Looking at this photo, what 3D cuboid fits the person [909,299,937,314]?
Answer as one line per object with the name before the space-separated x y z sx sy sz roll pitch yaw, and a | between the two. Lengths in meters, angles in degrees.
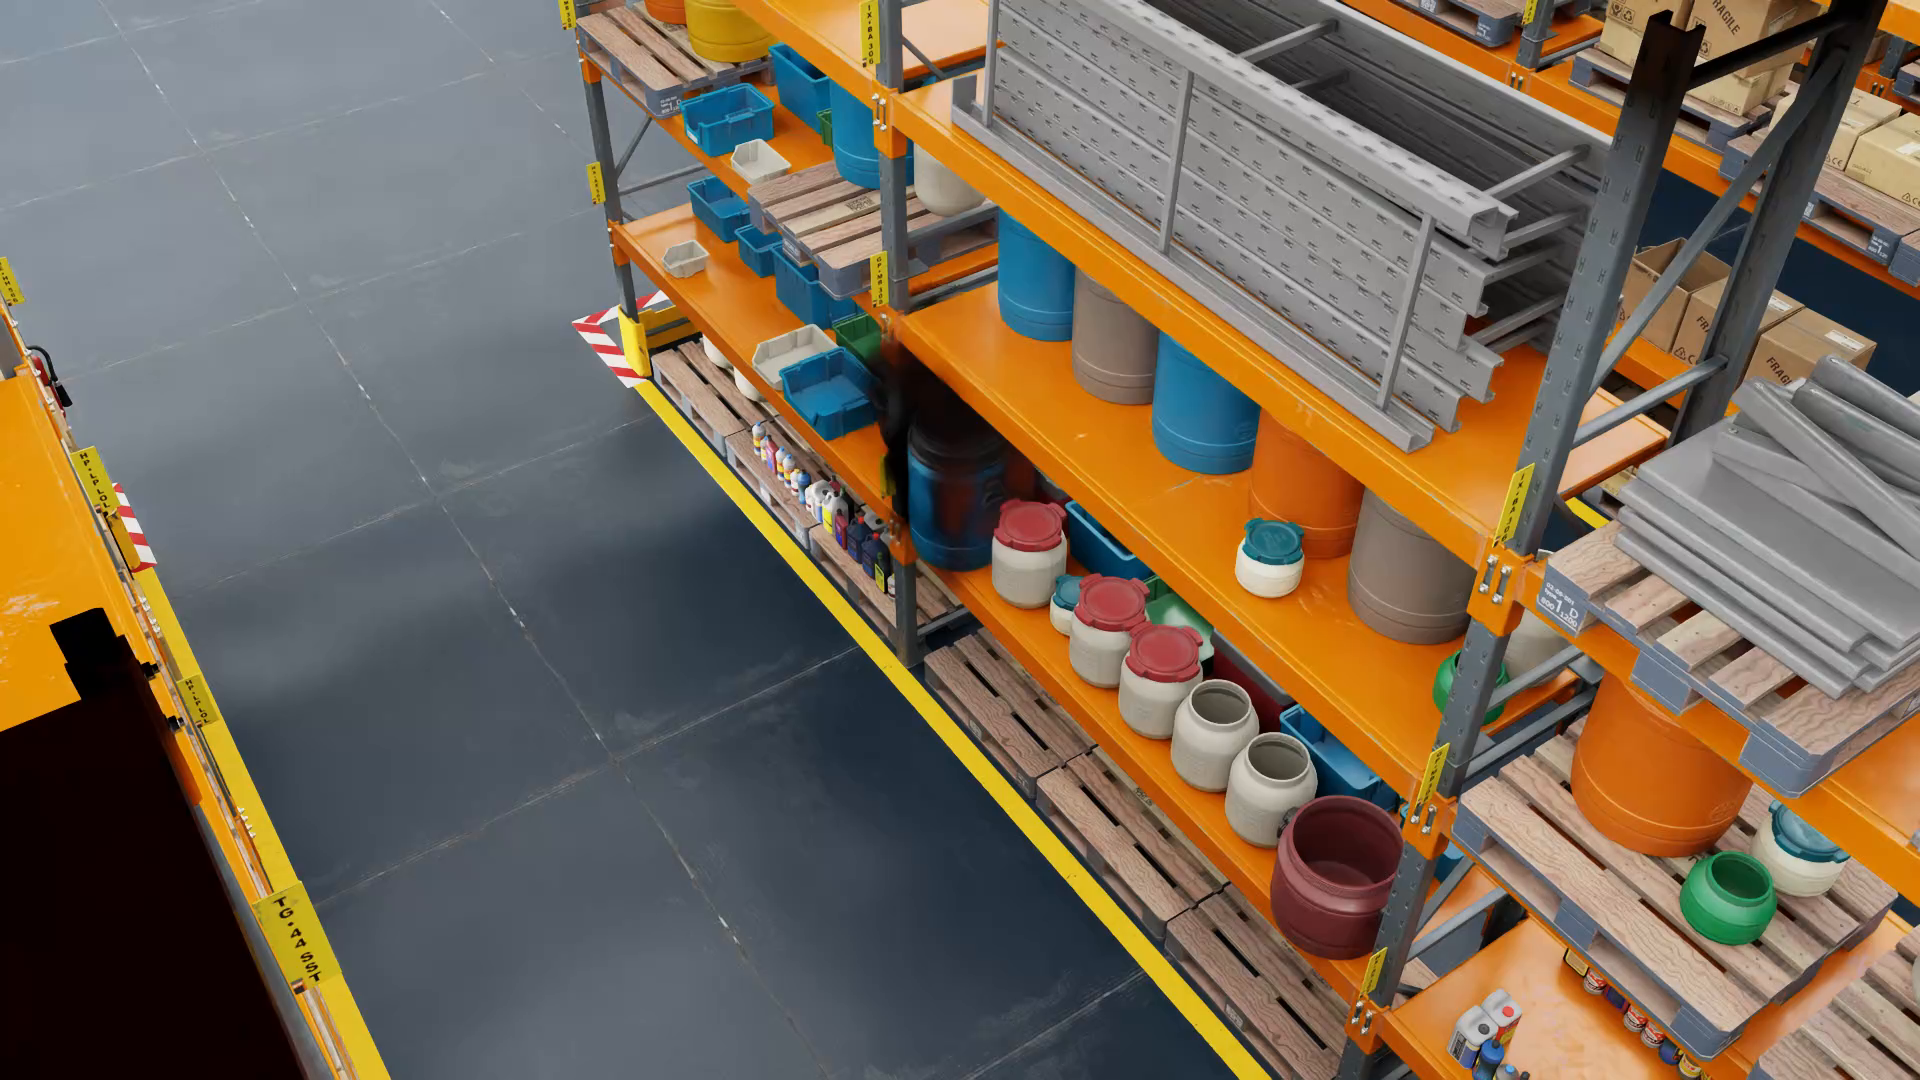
person | -0.433 -2.508 13.188 0.391 1.813 0.648 -22 47 -22
